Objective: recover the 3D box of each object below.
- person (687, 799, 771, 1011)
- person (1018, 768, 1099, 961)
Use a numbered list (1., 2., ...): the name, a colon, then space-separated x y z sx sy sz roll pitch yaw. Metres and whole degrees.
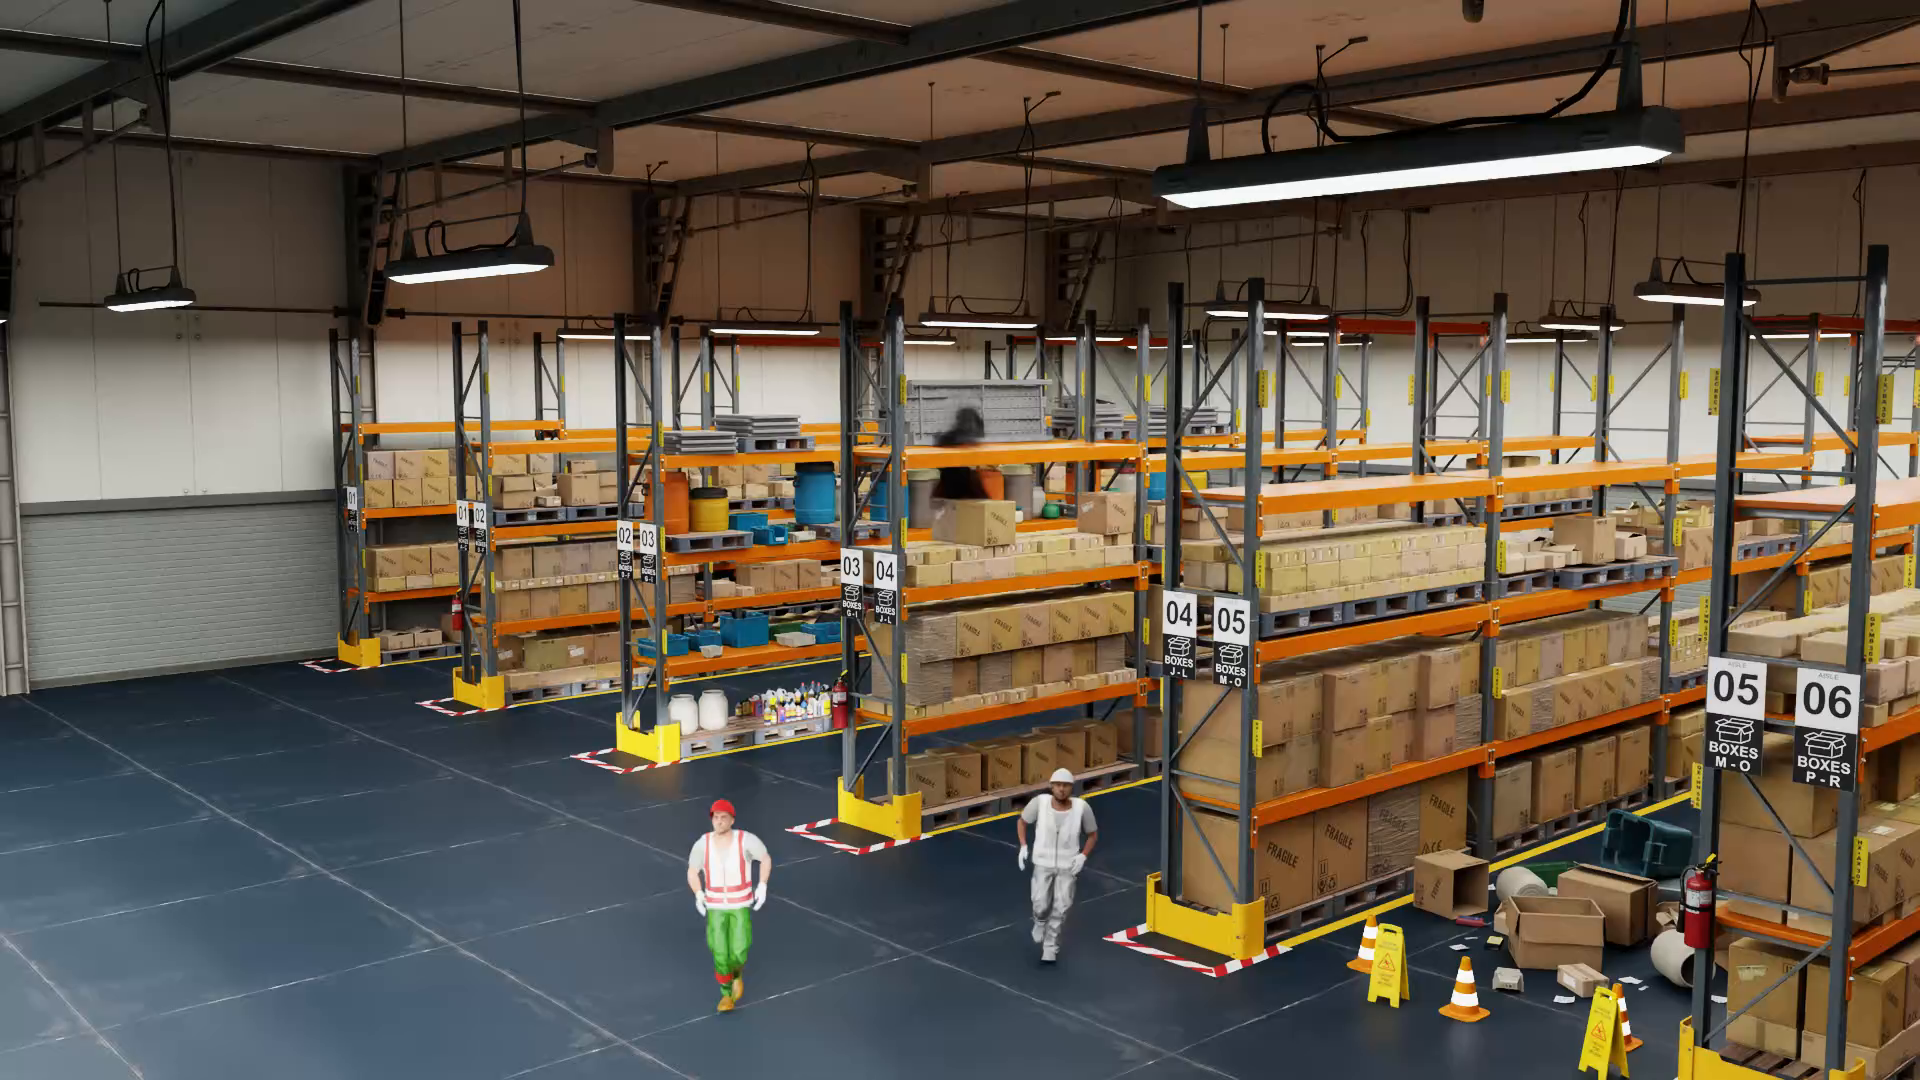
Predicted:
1. person: -1.882 2.970 13.455 0.669 1.742 0.518 0 6 -1
2. person: 0.866 2.860 14.731 0.718 1.741 0.557 0 6 4
